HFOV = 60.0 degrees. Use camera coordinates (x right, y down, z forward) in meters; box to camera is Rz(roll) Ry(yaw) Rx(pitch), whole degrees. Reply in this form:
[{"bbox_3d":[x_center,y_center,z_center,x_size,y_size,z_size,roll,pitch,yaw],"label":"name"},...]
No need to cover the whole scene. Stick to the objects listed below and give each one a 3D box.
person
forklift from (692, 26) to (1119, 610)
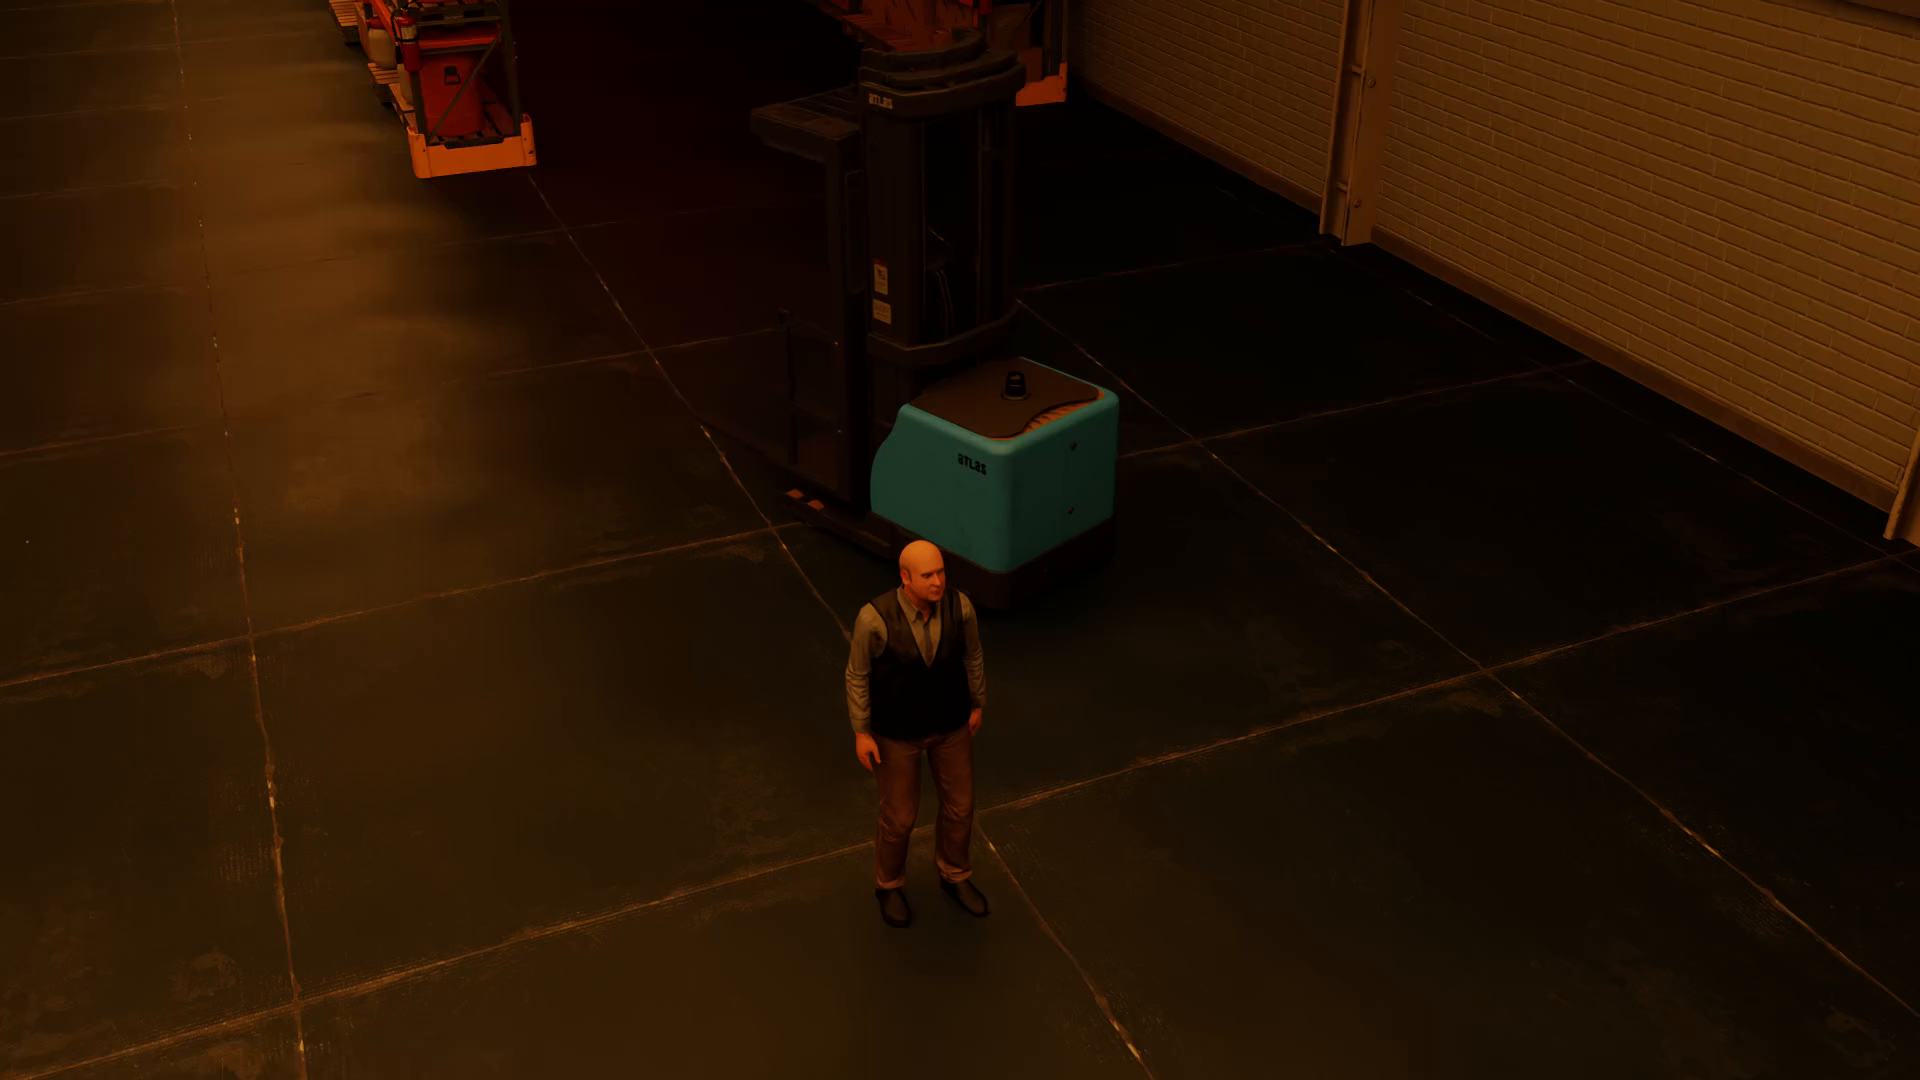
[{"bbox_3d":[-0.147,0.813,6.941,0.615,1.742,0.498,-12,32,-19],"label":"person"},{"bbox_3d":[-0.485,-1.511,9.763,3.031,2.935,1.130,26,39,38],"label":"forklift"}]
